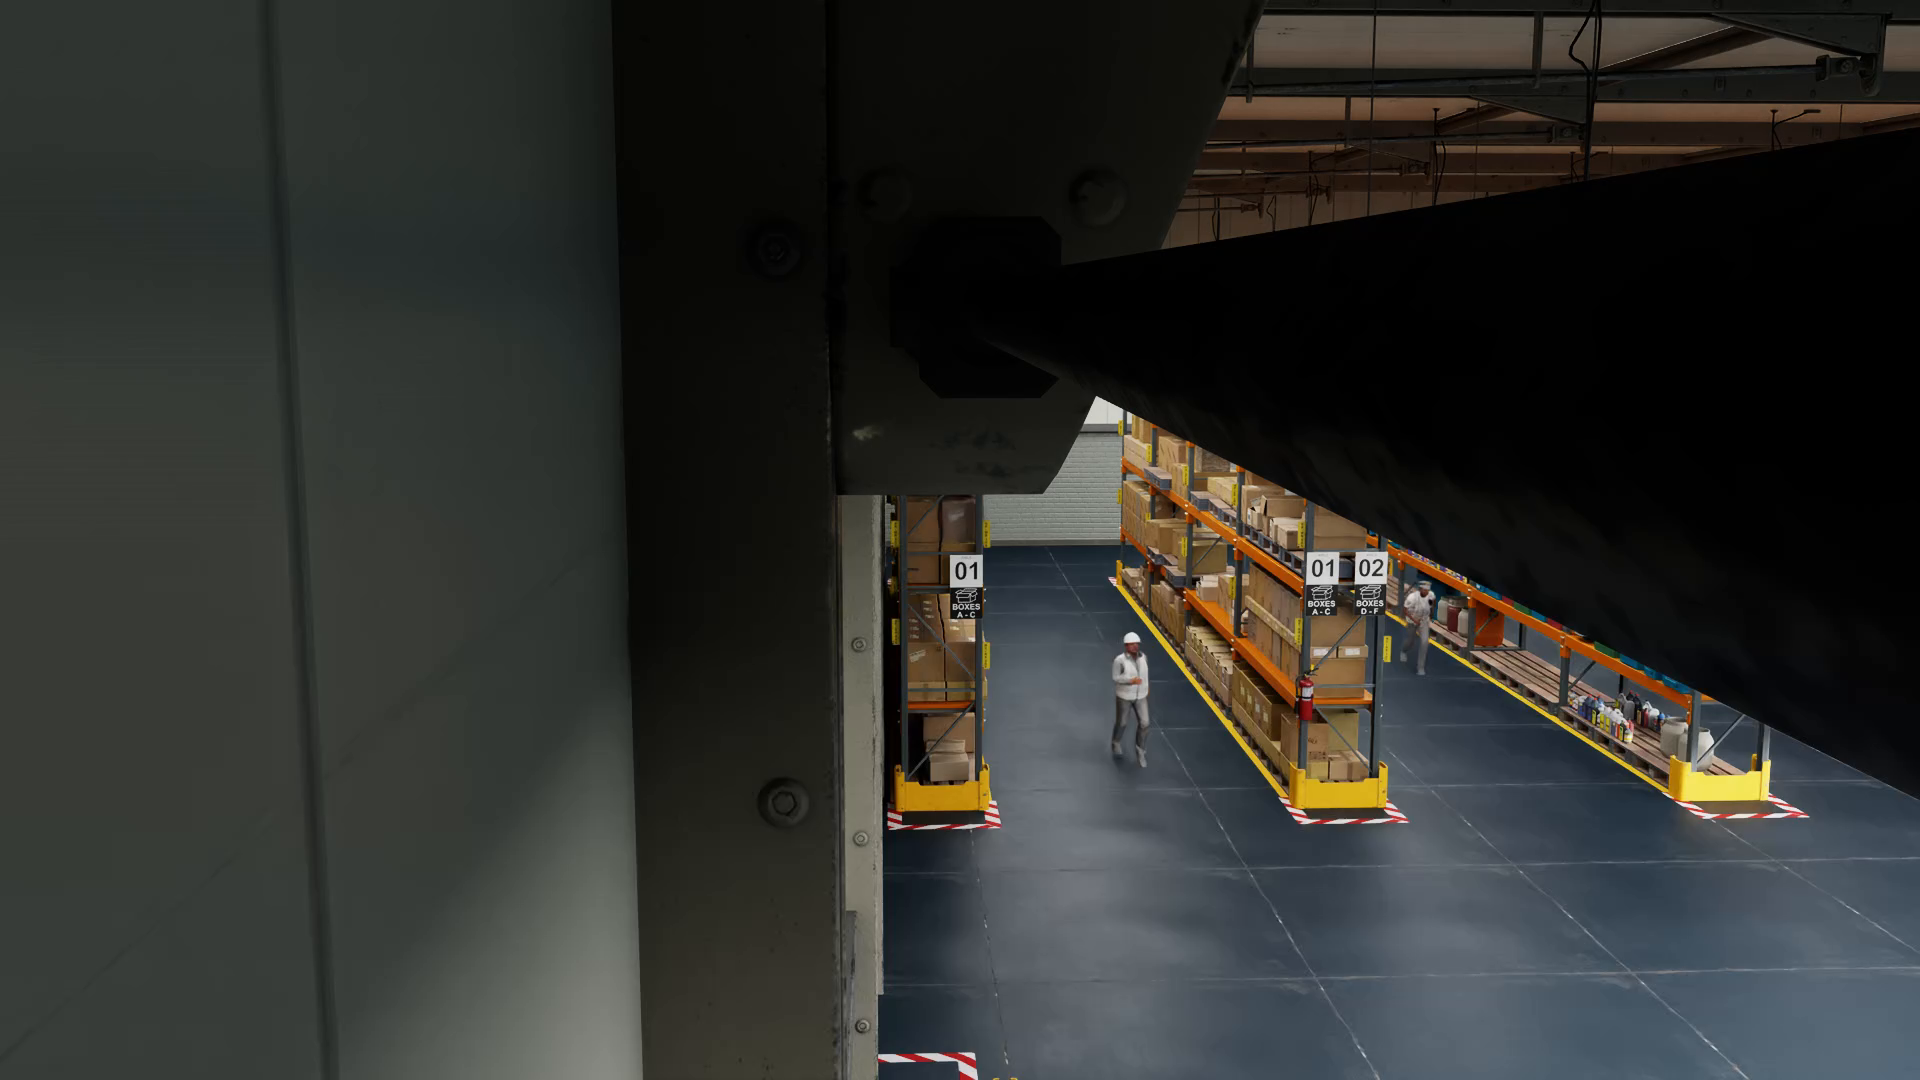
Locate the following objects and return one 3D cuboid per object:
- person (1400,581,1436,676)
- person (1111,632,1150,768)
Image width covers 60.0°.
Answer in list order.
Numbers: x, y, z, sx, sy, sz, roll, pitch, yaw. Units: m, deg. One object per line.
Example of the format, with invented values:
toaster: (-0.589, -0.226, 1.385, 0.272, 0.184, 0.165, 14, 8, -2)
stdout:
person: (7.712, 1.428, 28.130, 0.611, 1.631, 0.979, -1, 9, -10)
person: (2.321, 2.147, 22.524, 0.638, 1.832, 0.847, -3, 9, -19)
